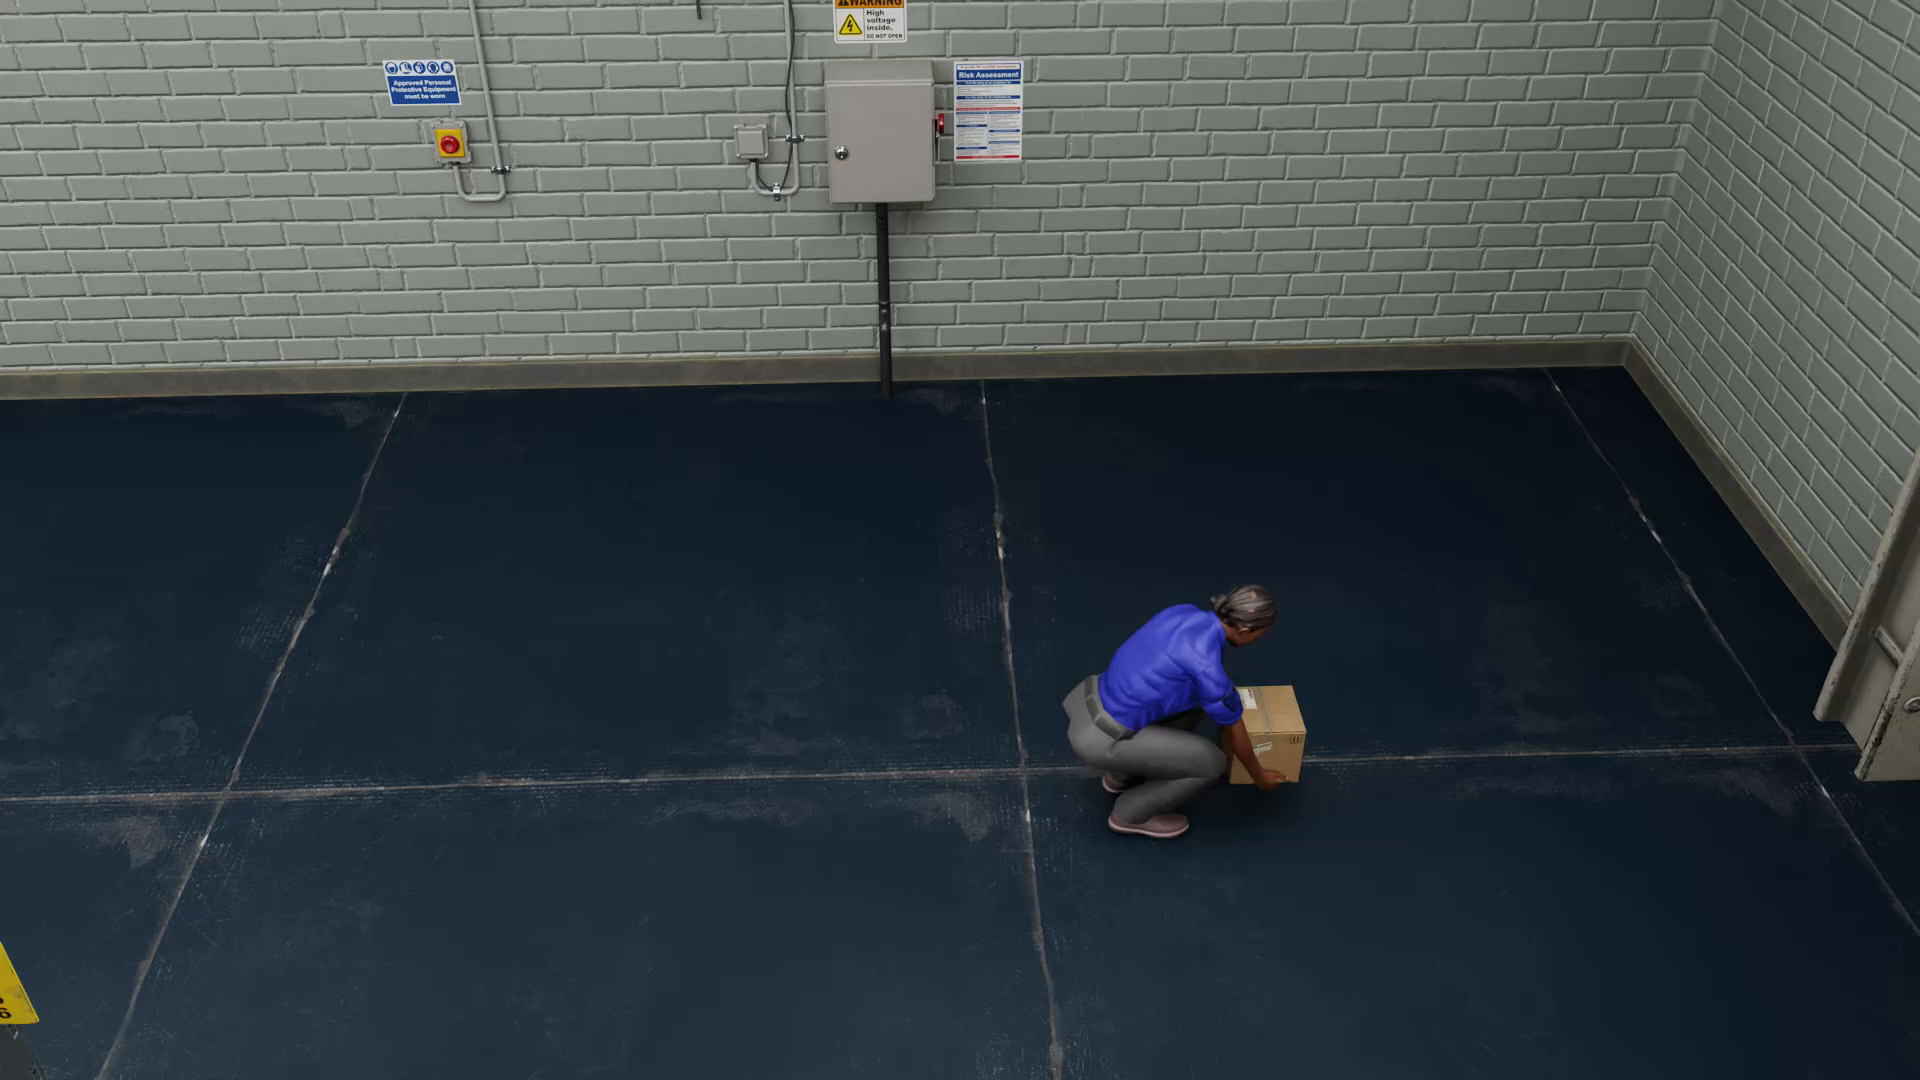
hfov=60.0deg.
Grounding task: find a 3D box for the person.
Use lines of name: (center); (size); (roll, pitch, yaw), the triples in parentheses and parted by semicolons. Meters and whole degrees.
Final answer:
person: (0.774, 0.597, 5.928); (0.813, 0.960, 0.458); (-2, 36, -3)
